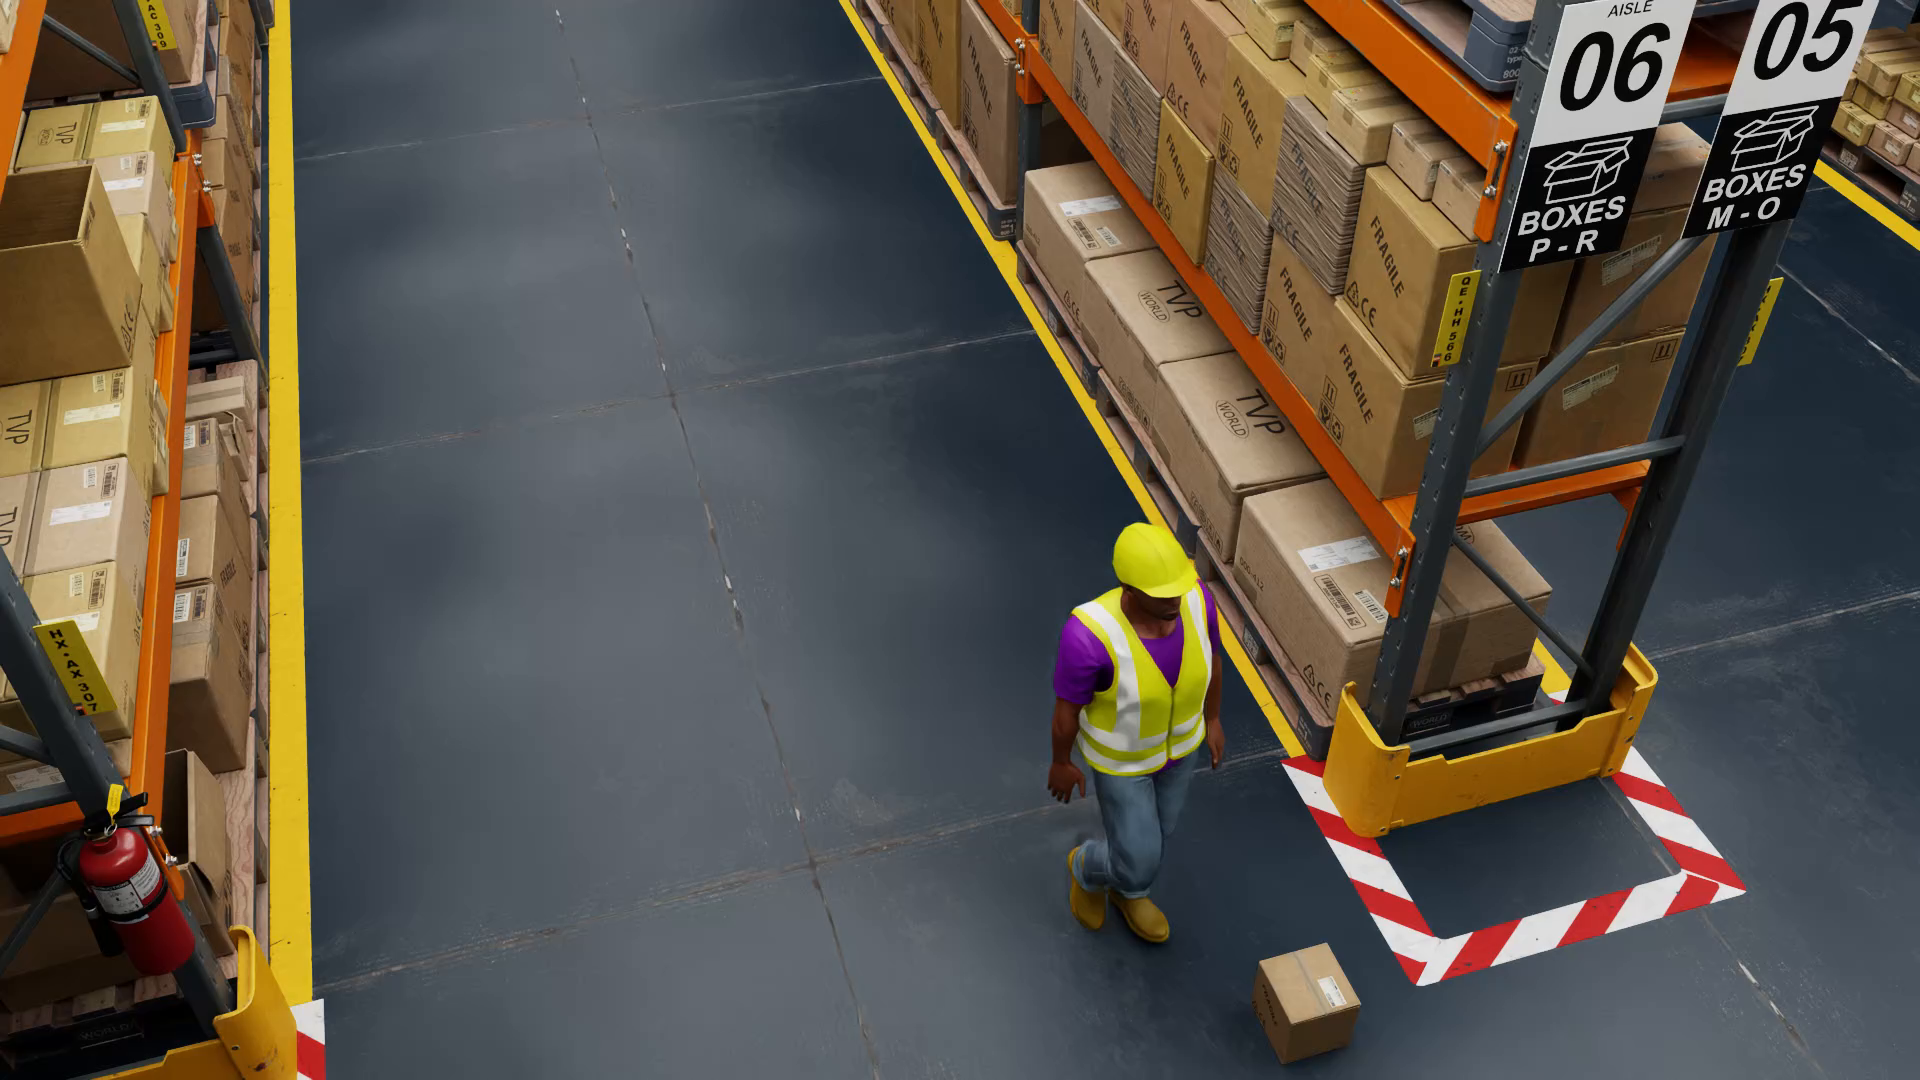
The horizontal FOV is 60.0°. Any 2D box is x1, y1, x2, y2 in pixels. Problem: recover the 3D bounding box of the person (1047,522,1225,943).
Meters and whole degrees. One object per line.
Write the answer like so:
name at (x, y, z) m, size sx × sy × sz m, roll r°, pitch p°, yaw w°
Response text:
person at (0.609, 0.684, 5.364) m, size 0.620 × 1.770 × 0.469 m, roll -22°, pitch 46°, yaw -23°
